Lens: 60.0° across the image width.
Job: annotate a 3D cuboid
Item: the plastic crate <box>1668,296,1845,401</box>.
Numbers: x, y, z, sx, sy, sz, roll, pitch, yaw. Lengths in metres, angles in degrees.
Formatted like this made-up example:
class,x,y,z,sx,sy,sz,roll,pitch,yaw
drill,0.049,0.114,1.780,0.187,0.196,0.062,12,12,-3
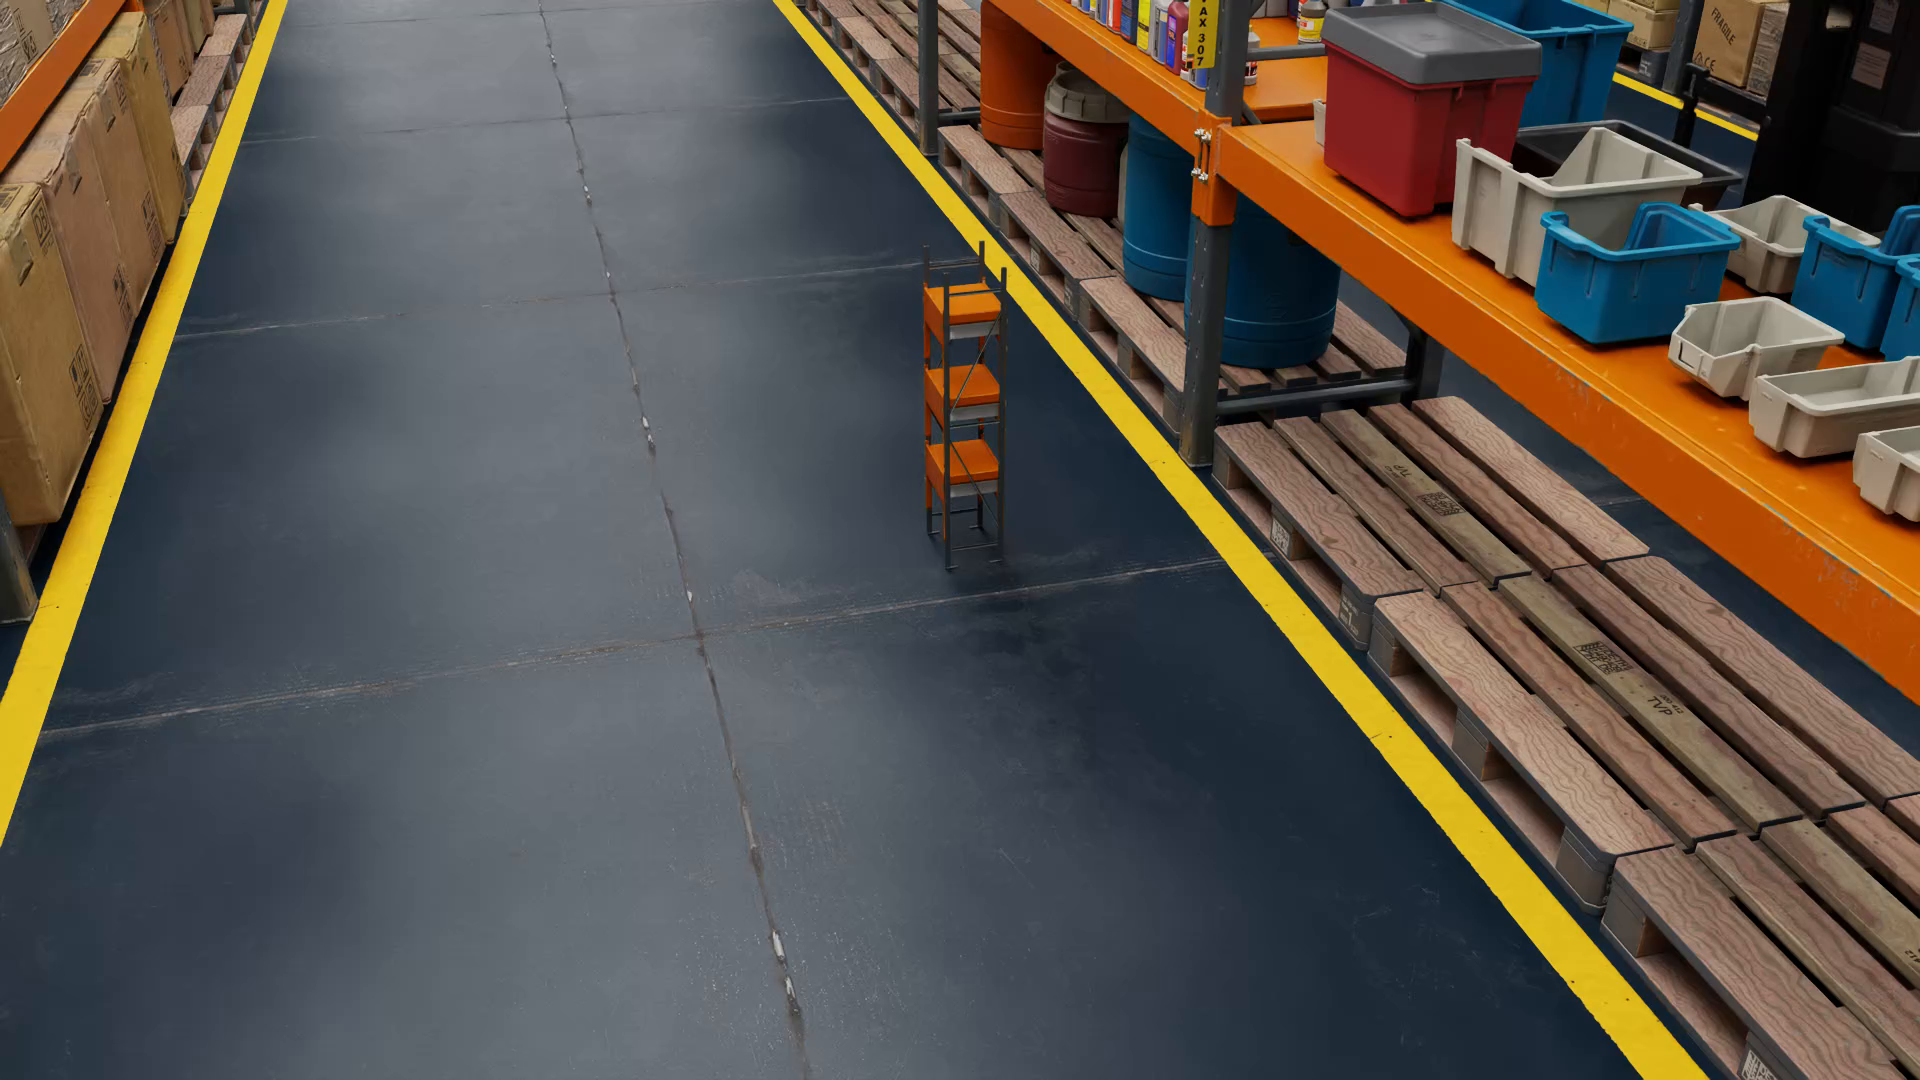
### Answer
class,x,y,z,sx,sy,sz,roll,pitch,yaw
plastic crate,1.738,-0.418,3.680,0.298,0.136,0.250,-8,31,-13

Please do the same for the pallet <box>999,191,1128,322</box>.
class,x,y,z,sx,sy,sz,roll,pitch,yaw
pallet,0.832,-1.416,7.985,1.003,0.211,1.213,-8,31,-13

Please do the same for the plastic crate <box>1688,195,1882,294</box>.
class,x,y,z,sx,sy,sz,roll,pitch,yaw
plastic crate,2.076,-0.765,4.281,0.293,0.136,0.466,-8,31,-13

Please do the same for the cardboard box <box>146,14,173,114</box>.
class,x,y,z,sx,sy,sz,roll,pitch,yaw
cardboard box,-4.869,-2.623,9.344,0.700,0.500,0.500,-10,32,-17

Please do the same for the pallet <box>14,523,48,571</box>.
class,x,y,z,sx,sy,sz,roll,pitch,yaw
pallet,-3.728,-0.151,5.801,1.003,0.211,1.213,-8,31,-13

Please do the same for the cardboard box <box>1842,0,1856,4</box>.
class,x,y,z,sx,sy,sz,roll,pitch,yaw
cardboard box,5.514,-2.931,9.876,0.500,0.500,0.500,-7,31,-11

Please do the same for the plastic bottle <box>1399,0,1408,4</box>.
class,x,y,z,sx,sy,sz,roll,pitch,yaw
plastic bottle,1.603,-1.902,6.158,0.061,0.283,0.133,-8,31,-13

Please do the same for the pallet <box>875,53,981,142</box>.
class,x,y,z,sx,sy,sz,roll,pitch,yaw
pallet,0.094,-2.759,10.305,1.003,0.211,1.213,-8,31,-13

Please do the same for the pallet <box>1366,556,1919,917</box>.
class,x,y,z,sx,sy,sz,roll,pitch,yaw
pallet,1.884,0.493,4.688,1.003,0.211,1.213,-8,31,-13

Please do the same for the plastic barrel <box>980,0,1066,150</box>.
class,x,y,z,sx,sy,sz,roll,pitch,yaw
plastic barrel,0.409,-2.595,8.985,0.600,0.830,0.708,-8,31,-13

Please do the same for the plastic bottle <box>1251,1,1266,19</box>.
class,x,y,z,sx,sy,sz,roll,pitch,yaw
plastic bottle,1.176,-2.302,6.856,0.152,0.276,0.135,-8,31,-13

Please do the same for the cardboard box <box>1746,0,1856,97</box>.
class,x,y,z,sx,sy,sz,roll,pitch,yaw
cardboard box,5.029,-2.842,9.721,0.500,0.500,0.500,-9,31,-15

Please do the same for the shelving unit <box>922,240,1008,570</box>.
class,x,y,z,sx,sy,sz,roll,pitch,yaw
shelving unit,0.014,-0.429,5.442,0.215,1.050,0.252,-8,31,-13

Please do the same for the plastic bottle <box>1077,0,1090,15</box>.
class,x,y,z,sx,sy,sz,roll,pitch,yaw
plastic bottle,0.580,-2.345,6.931,0.152,0.276,0.135,-8,31,-13

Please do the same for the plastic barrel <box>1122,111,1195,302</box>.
class,x,y,z,sx,sy,sz,roll,pitch,yaw
plastic barrel,1.008,-1.535,7.083,0.600,0.901,0.708,-8,31,-13

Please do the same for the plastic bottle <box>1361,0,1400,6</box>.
class,x,y,z,sx,sy,sz,roll,pitch,yaw
plastic bottle,1.533,-1.865,6.028,0.144,0.351,0.185,-8,31,-13

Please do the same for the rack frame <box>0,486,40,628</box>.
class,x,y,z,sx,sy,sz,roll,pitch,yaw
rack frame,-3.451,-0.996,4.476,1.000,3.000,0.127,-8,31,-13

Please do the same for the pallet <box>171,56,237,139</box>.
class,x,y,z,sx,sy,sz,roll,pitch,yaw
pallet,-5.039,-2.686,10.181,1.003,0.211,1.213,-8,31,-13

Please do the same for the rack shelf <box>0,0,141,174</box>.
class,x,y,z,sx,sy,sz,roll,pitch,yaw
rack shelf,-3.982,-1.650,6.325,1.077,0.370,4.000,-8,31,-13

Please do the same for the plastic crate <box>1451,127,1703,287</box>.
class,x,y,z,sx,sy,sz,roll,pitch,yaw
plastic crate,1.552,-0.867,4.312,0.437,0.282,0.530,-8,31,-13

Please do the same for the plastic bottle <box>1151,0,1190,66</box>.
class,x,y,z,sx,sy,sz,roll,pitch,yaw
plastic bottle,0.811,-1.924,6.204,0.152,0.276,0.135,-8,31,-13

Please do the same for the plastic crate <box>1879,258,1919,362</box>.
class,x,y,z,sx,sy,sz,roll,pitch,yaw
plastic crate,2.288,-0.475,3.683,0.416,0.233,0.300,-8,31,-13

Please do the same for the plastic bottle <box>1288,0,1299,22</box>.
class,x,y,z,sx,sy,sz,roll,pitch,yaw
plastic bottle,1.403,-2.266,6.788,0.061,0.283,0.133,-8,31,-13

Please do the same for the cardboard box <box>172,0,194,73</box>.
class,x,y,z,sx,sy,sz,roll,pitch,yaw
cardboard box,-5.175,-3.166,10.281,0.700,0.500,0.500,-11,32,-18

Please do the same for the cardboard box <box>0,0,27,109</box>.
class,x,y,z,sx,sy,sz,roll,pitch,yaw
cardboard box,-3.599,-1.779,5.729,0.500,0.500,0.500,-9,31,-14

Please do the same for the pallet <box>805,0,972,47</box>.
class,x,y,z,sx,sy,sz,roll,pitch,yaw
pallet,-0.553,-3.937,12.341,1.003,0.211,1.213,-8,31,-13

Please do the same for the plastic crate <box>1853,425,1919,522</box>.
class,x,y,z,sx,sy,sz,roll,pitch,yaw
plastic crate,1.932,-0.146,3.211,0.396,0.136,0.243,-8,31,-13

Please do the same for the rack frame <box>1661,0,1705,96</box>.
class,x,y,z,sx,sy,sz,roll,pitch,yaw
rack frame,5.039,-4.243,10.086,1.000,3.000,0.127,-8,31,-13

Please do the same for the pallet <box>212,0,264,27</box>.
class,x,y,z,sx,sy,sz,roll,pitch,yaw
pallet,-5.787,-3.972,12.402,1.003,0.211,1.213,-8,31,-13

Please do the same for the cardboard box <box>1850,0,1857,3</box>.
class,x,y,z,sx,sy,sz,roll,pitch,yaw
cardboard box,5.533,-3.229,9.642,0.500,0.250,0.500,-7,31,-11

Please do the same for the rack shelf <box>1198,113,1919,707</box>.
class,x,y,z,sx,sy,sz,roll,pitch,yaw
rack shelf,1.855,-0.377,4.125,1.077,0.370,4.000,-8,31,-13

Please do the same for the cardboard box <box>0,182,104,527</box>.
class,x,y,z,sx,sy,sz,roll,pitch,yaw
cardboard box,-3.640,-0.564,5.432,1.225,0.875,0.875,-8,31,-13

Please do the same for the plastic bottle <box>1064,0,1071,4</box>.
class,x,y,z,sx,sy,sz,roll,pitch,yaw
plastic bottle,0.475,-2.454,7.111,0.061,0.283,0.133,-8,31,-13

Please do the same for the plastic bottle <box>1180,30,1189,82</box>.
class,x,y,z,sx,sy,sz,roll,pitch,yaw
plastic bottle,0.851,-1.768,6.008,0.097,0.201,0.097,0,30,0

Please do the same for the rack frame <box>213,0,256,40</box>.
class,x,y,z,sx,sy,sz,roll,pitch,yaw
rack frame,-5.574,-4.859,11.151,1.000,3.000,0.127,-8,31,-13

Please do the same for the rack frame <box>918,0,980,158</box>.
class,x,y,z,sx,sy,sz,roll,pitch,yaw
rack frame,0.263,-3.586,8.951,1.000,3.000,0.127,-8,31,-13

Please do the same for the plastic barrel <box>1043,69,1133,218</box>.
class,x,y,z,sx,sy,sz,roll,pitch,yaw
plastic barrel,0.709,-1.945,8.104,0.600,0.588,0.708,-8,31,-13

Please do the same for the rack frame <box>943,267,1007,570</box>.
class,x,y,z,sx,sy,sz,roll,pitch,yaw
rack frame,0.047,-0.370,5.341,0.200,1.050,0.008,-8,31,-13

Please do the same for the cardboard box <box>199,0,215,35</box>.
class,x,y,z,sx,sy,sz,roll,pitch,yaw
cardboard box,-5.432,-3.669,11.150,0.700,0.500,0.500,-10,32,-17

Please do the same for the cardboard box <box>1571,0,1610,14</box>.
class,x,y,z,sx,sy,sz,roll,pitch,yaw
cardboard box,4.524,-3.705,11.482,0.500,0.250,0.500,-8,31,-14

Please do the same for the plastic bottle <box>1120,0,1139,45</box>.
class,x,y,z,sx,sy,sz,roll,pitch,yaw
plastic bottle,0.716,-2.123,6.472,0.144,0.351,0.185,-8,31,-13

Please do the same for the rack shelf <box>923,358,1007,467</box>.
class,x,y,z,sx,sy,sz,roll,pitch,yaw
rack shelf,0.014,-0.419,5.448,0.215,0.259,0.240,-8,31,-13

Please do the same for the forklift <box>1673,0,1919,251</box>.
class,x,y,z,sx,sy,sz,roll,pitch,yaw
forklift,3.189,-1.710,5.778,1.130,2.935,3.031,-6,31,-10

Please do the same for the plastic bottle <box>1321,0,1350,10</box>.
class,x,y,z,sx,sy,sz,roll,pitch,yaw
plastic bottle,1.472,-2.051,6.424,0.152,0.276,0.135,-8,31,-13

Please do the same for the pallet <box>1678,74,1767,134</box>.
class,x,y,z,sx,sy,sz,roll,pitch,yaw
pallet,5.201,-2.670,10.153,1.003,0.211,1.213,-8,31,-13

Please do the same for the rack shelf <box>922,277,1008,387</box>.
class,x,y,z,sx,sy,sz,roll,pitch,yaw
rack shelf,0.014,-0.665,5.305,0.215,0.259,0.240,-8,31,-13

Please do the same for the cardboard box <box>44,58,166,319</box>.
class,x,y,z,sx,sy,sz,roll,pitch,yaw
cardboard box,-4.120,-1.422,6.914,1.225,0.875,0.875,-8,31,-13

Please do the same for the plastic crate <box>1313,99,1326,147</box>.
class,x,y,z,sx,sy,sz,roll,pitch,yaw
plastic crate,1.310,-1.322,5.243,0.396,0.136,0.243,-8,31,-13

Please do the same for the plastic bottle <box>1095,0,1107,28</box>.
class,x,y,z,sx,sy,sz,roll,pitch,yaw
plastic bottle,0.642,-2.233,6.737,0.152,0.276,0.135,-8,31,-13

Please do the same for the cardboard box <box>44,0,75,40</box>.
class,x,y,z,sx,sy,sz,roll,pitch,yaw
cardboard box,-3.875,-2.273,6.584,0.500,0.500,0.500,-9,31,-15
